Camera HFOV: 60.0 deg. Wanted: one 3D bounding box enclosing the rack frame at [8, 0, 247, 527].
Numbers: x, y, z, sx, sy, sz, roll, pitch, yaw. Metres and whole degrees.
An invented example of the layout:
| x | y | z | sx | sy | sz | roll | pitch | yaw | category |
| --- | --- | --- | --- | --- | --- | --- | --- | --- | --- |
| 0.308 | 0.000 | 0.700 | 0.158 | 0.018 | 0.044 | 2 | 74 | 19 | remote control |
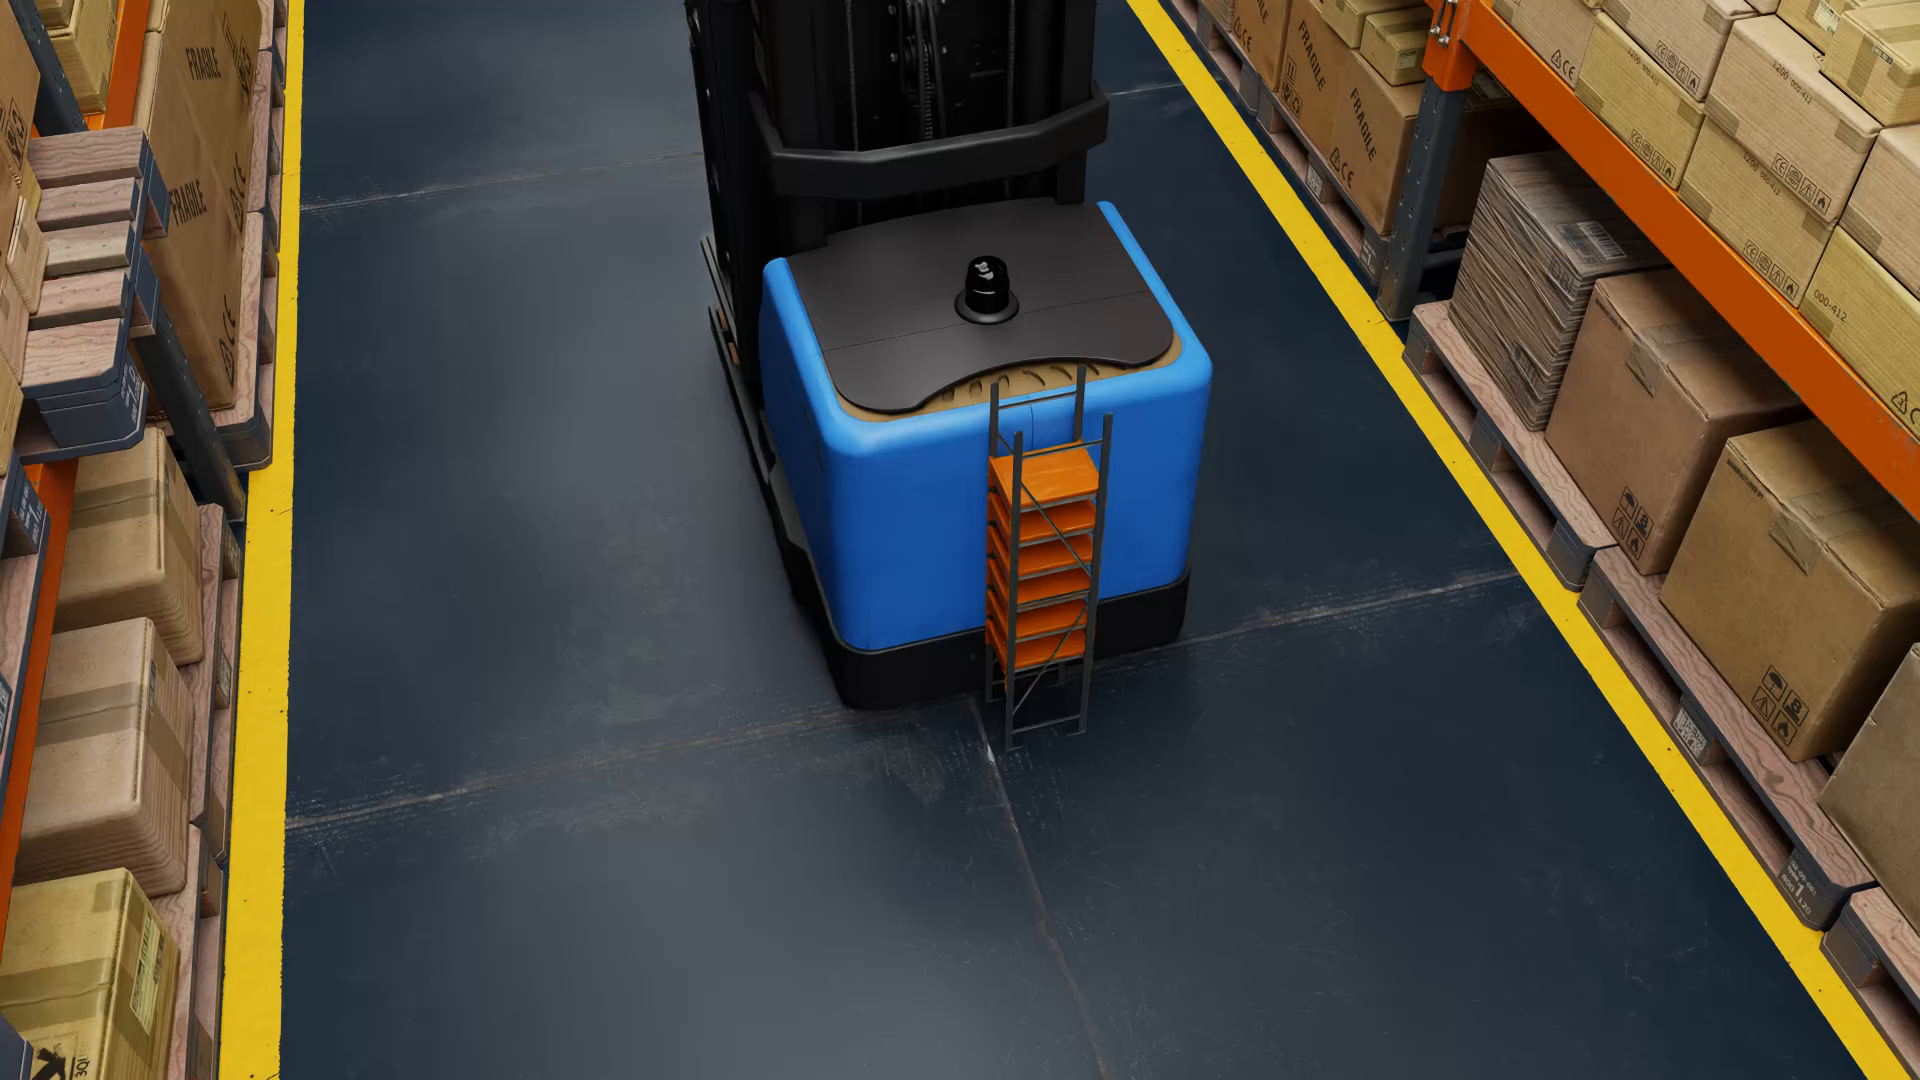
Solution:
| x | y | z | sx | sy | sz | roll | pitch | yaw | category |
| --- | --- | --- | --- | --- | --- | --- | --- | --- | --- |
| -2.777 | -1.053 | 4.182 | 1.000 | 3.000 | 0.127 | -11 | 47 | -10 | rack frame |

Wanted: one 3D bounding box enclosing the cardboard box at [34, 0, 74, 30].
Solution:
| x | y | z | sx | sy | sz | roll | pitch | yaw | category |
| --- | --- | --- | --- | --- | --- | --- | --- | --- | --- |
| -2.668 | -1.571 | 4.444 | 0.500 | 0.250 | 0.500 | -11 | 47 | -11 | cardboard box |

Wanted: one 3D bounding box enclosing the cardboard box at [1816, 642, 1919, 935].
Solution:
| x | y | z | sx | sy | sz | roll | pitch | yaw | category |
| --- | --- | --- | --- | --- | --- | --- | --- | --- | --- |
| 2.708 | 0.587 | 3.943 | 0.875 | 0.625 | 0.625 | -11 | 47 | -11 | cardboard box |

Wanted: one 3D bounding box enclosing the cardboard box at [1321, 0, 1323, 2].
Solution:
| x | y | z | sx | sy | sz | roll | pitch | yaw | category |
| --- | --- | --- | --- | --- | --- | --- | --- | --- | --- |
| 1.524 | -2.130 | 6.239 | 0.380 | 0.149 | 0.250 | -12 | 47 | -12 | cardboard box |

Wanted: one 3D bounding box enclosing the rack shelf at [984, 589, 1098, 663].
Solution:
| x | y | z | sx | sy | sz | roll | pitch | yaw | category |
| --- | --- | --- | --- | --- | --- | --- | --- | --- | --- |
| 0.214 | 0.203 | 4.442 | 0.258 | 0.103 | 0.180 | -12 | 47 | -12 | rack shelf |

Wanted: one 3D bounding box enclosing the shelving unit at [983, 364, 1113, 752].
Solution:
| x | y | z | sx | sy | sz | roll | pitch | yaw | category |
| --- | --- | --- | --- | --- | --- | --- | --- | --- | --- |
| 0.214 | 0.088 | 4.324 | 0.258 | 1.200 | 0.189 | -12 | 47 | -12 | shelving unit |

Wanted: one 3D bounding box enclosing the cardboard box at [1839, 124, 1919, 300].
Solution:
| x | y | z | sx | sy | sz | roll | pitch | yaw | category |
| --- | --- | --- | --- | --- | --- | --- | --- | --- | --- |
| 2.296 | -0.676 | 3.567 | 0.500 | 0.250 | 0.500 | -10 | 46 | -10 | cardboard box |

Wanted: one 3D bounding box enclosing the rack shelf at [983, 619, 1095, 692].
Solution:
| x | y | z | sx | sy | sz | roll | pitch | yaw | category |
| --- | --- | --- | --- | --- | --- | --- | --- | --- | --- |
| 0.214 | 0.287 | 4.527 | 0.258 | 0.103 | 0.180 | -12 | 47 | -12 | rack shelf |

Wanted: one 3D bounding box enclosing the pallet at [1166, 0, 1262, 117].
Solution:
| x | y | z | sx | sy | sz | roll | pitch | yaw | category |
| --- | --- | --- | --- | --- | --- | --- | --- | --- | --- |
| 1.557 | -2.350 | 7.406 | 1.003 | 0.211 | 1.213 | -11 | 47 | -10 | pallet |

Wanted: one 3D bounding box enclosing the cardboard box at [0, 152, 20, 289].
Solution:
| x | y | z | sx | sy | sz | roll | pitch | yaw | category |
| --- | --- | --- | --- | --- | --- | --- | --- | --- | --- |
| -2.249 | -0.721 | 3.284 | 0.500 | 0.500 | 0.500 | -11 | 47 | -11 | cardboard box |

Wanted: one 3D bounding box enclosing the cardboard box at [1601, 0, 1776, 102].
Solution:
| x | y | z | sx | sy | sz | roll | pitch | yaw | category |
| --- | --- | --- | --- | --- | --- | --- | --- | --- | --- |
| 2.024 | -1.389 | 4.266 | 0.500 | 0.250 | 0.500 | -9 | 46 | -9 | cardboard box |

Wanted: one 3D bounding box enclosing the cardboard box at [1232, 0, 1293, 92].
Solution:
| x | y | z | sx | sy | sz | roll | pitch | yaw | category |
| --- | --- | --- | --- | --- | --- | --- | --- | --- | --- |
| 1.449 | -2.196 | 6.758 | 0.500 | 0.500 | 0.500 | -9 | 46 | -9 | cardboard box |

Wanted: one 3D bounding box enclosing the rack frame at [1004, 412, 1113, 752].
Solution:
| x | y | z | sx | sy | sz | roll | pitch | yaw | category |
| --- | --- | --- | --- | --- | --- | --- | --- | --- | --- |
| 0.240 | 0.150 | 4.263 | 0.240 | 1.200 | 0.006 | -12 | 47 | -12 | rack frame |

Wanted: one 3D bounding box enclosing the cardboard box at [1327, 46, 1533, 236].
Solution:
| x | y | z | sx | sy | sz | roll | pitch | yaw | category |
| --- | --- | --- | --- | --- | --- | --- | --- | --- | --- |
| 1.704 | -1.488 | 6.064 | 0.500 | 0.500 | 0.500 | -9 | 46 | -9 | cardboard box |

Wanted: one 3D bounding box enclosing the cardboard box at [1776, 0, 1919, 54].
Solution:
| x | y | z | sx | sy | sz | roll | pitch | yaw | category |
| --- | --- | --- | --- | --- | --- | --- | --- | --- | --- |
| 2.149 | -1.249 | 3.849 | 0.380 | 0.149 | 0.250 | -10 | 46 | -10 | cardboard box |

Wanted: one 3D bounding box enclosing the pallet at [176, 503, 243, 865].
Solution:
| x | y | z | sx | sy | sz | roll | pitch | yaw | category |
| --- | --- | --- | --- | --- | --- | --- | --- | --- | --- |
| -2.579 | 0.463 | 4.649 | 1.003 | 0.211 | 1.213 | -11 | 47 | -10 | pallet |

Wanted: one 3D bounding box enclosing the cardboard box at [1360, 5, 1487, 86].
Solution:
| x | y | z | sx | sy | sz | roll | pitch | yaw | category |
| --- | --- | --- | --- | --- | --- | --- | --- | --- | --- |
| 1.649 | -1.757 | 5.874 | 0.380 | 0.149 | 0.250 | -13 | 47 | -12 | cardboard box |

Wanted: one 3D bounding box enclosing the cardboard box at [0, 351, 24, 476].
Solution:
| x | y | z | sx | sy | sz | roll | pitch | yaw | category |
| --- | --- | --- | --- | --- | --- | --- | --- | --- | --- |
| -2.079 | -0.229 | 3.256 | 0.380 | 0.149 | 0.250 | -10 | 46 | -10 | cardboard box |

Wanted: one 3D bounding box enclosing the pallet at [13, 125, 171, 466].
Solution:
| x | y | z | sx | sy | sz | roll | pitch | yaw | category |
| --- | --- | --- | --- | --- | --- | --- | --- | --- | --- |
| -2.492 | -0.514 | 3.787 | 1.213 | 0.211 | 1.003 | -11 | 47 | -10 | pallet |

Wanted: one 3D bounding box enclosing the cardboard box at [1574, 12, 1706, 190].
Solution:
| x | y | z | sx | sy | sz | roll | pitch | yaw | category |
| --- | --- | --- | --- | --- | --- | --- | --- | --- | --- |
| 2.021 | -1.212 | 4.442 | 0.500 | 0.250 | 0.500 | -12 | 47 | -11 | cardboard box |

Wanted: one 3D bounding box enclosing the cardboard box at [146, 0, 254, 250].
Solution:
| x | y | z | sx | sy | sz | roll | pitch | yaw | category |
| --- | --- | --- | --- | --- | --- | --- | --- | --- | --- |
| -3.098 | -1.565 | 5.877 | 0.875 | 0.875 | 0.875 | -10 | 46 | -10 | cardboard box |

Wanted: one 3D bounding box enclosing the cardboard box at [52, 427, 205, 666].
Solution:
| x | y | z | sx | sy | sz | roll | pitch | yaw | category |
| --- | --- | --- | --- | --- | --- | --- | --- | --- | --- |
| -2.642 | 0.111 | 4.586 | 0.950 | 0.372 | 0.625 | -14 | 47 | -13 | cardboard box |

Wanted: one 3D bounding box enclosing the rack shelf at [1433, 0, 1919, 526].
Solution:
| x | y | z | sx | sy | sz | roll | pitch | yaw | category |
| --- | --- | --- | --- | --- | --- | --- | --- | --- | --- |
| 2.532 | -0.331 | 3.978 | 1.077 | 0.370 | 4.000 | -11 | 47 | -10 | rack shelf |

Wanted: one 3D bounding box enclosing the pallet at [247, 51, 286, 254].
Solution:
| x | y | z | sx | sy | sz | roll | pitch | yaw | category |
| --- | --- | --- | --- | --- | --- | --- | --- | --- | --- |
| -3.215 | -1.476 | 6.549 | 1.003 | 0.211 | 1.213 | -11 | 47 | -10 | pallet |

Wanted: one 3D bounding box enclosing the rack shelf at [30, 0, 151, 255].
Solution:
| x | y | z | sx | sy | sz | roll | pitch | yaw | category |
| --- | --- | --- | --- | --- | --- | --- | --- | --- | --- |
| -3.289 | -2.182 | 5.792 | 1.077 | 0.370 | 4.000 | -11 | 47 | -10 | rack shelf |

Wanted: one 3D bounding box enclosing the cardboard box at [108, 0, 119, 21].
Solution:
| x | y | z | sx | sy | sz | roll | pitch | yaw | category |
| --- | --- | --- | --- | --- | --- | --- | --- | --- | --- |
| -2.808 | -1.736 | 4.956 | 0.500 | 0.250 | 0.500 | -12 | 47 | -11 | cardboard box |

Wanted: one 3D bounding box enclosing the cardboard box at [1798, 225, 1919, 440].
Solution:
| x | y | z | sx | sy | sz | roll | pitch | yaw | category |
| --- | --- | --- | --- | --- | --- | --- | --- | --- | --- |
| 2.291 | -0.499 | 3.744 | 0.500 | 0.250 | 0.500 | -9 | 46 | -9 | cardboard box |

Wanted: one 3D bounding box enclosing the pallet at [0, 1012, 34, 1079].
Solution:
| x | y | z | sx | sy | sz | roll | pitch | yaw | category |
| --- | --- | --- | --- | --- | --- | --- | --- | --- | --- |
| -1.808 | 1.221 | 2.087 | 1.003 | 0.211 | 1.213 | -11 | 47 | -10 | pallet |

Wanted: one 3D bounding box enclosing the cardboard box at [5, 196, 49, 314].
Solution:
| x | y | z | sx | sy | sz | roll | pitch | yaw | category |
| --- | --- | --- | --- | --- | --- | --- | --- | --- | --- |
| -2.220 | -0.591 | 3.611 | 0.380 | 0.149 | 0.250 | -11 | 47 | -11 | cardboard box |

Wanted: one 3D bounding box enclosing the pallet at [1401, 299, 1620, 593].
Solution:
| x | y | z | sx | sy | sz | roll | pitch | yaw | category |
| --- | --- | --- | --- | --- | --- | --- | --- | --- | --- |
| 2.193 | -0.412 | 5.506 | 1.003 | 0.211 | 1.213 | -11 | 47 | -10 | pallet |

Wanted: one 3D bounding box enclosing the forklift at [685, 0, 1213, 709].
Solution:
| x | y | z | sx | sy | sz | roll | pitch | yaw | category |
| --- | --- | --- | --- | --- | --- | --- | --- | --- | --- |
| -0.250 | -1.623 | 4.788 | 1.130 | 2.935 | 3.031 | -12 | 47 | -12 | forklift |

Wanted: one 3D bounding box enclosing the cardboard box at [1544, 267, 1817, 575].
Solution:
| x | y | z | sx | sy | sz | roll | pitch | yaw | category |
| --- | --- | --- | --- | --- | --- | --- | --- | --- | --- |
| 2.341 | -0.396 | 4.907 | 0.875 | 0.625 | 0.625 | -9 | 46 | -9 | cardboard box |

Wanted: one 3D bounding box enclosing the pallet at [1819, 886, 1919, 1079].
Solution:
| x | y | z | sx | sy | sz | roll | pitch | yaw | category |
| --- | --- | --- | --- | --- | --- | --- | --- | --- | --- |
| 2.818 | 1.273 | 3.855 | 1.003 | 0.211 | 1.213 | -11 | 47 | -10 | pallet |

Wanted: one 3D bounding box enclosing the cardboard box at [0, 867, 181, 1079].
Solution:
| x | y | z | sx | sy | sz | roll | pitch | yaw | category |
| --- | --- | --- | --- | --- | --- | --- | --- | --- | --- |
| -2.257 | 1.144 | 3.574 | 0.950 | 0.372 | 0.625 | -9 | 46 | -9 | cardboard box |

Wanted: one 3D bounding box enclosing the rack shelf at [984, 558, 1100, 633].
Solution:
| x | y | z | sx | sy | sz | roll | pitch | yaw | category |
| --- | --- | --- | --- | --- | --- | --- | --- | --- | --- |
| 0.214 | 0.119 | 4.356 | 0.258 | 0.103 | 0.180 | -12 | 47 | -12 | rack shelf |
